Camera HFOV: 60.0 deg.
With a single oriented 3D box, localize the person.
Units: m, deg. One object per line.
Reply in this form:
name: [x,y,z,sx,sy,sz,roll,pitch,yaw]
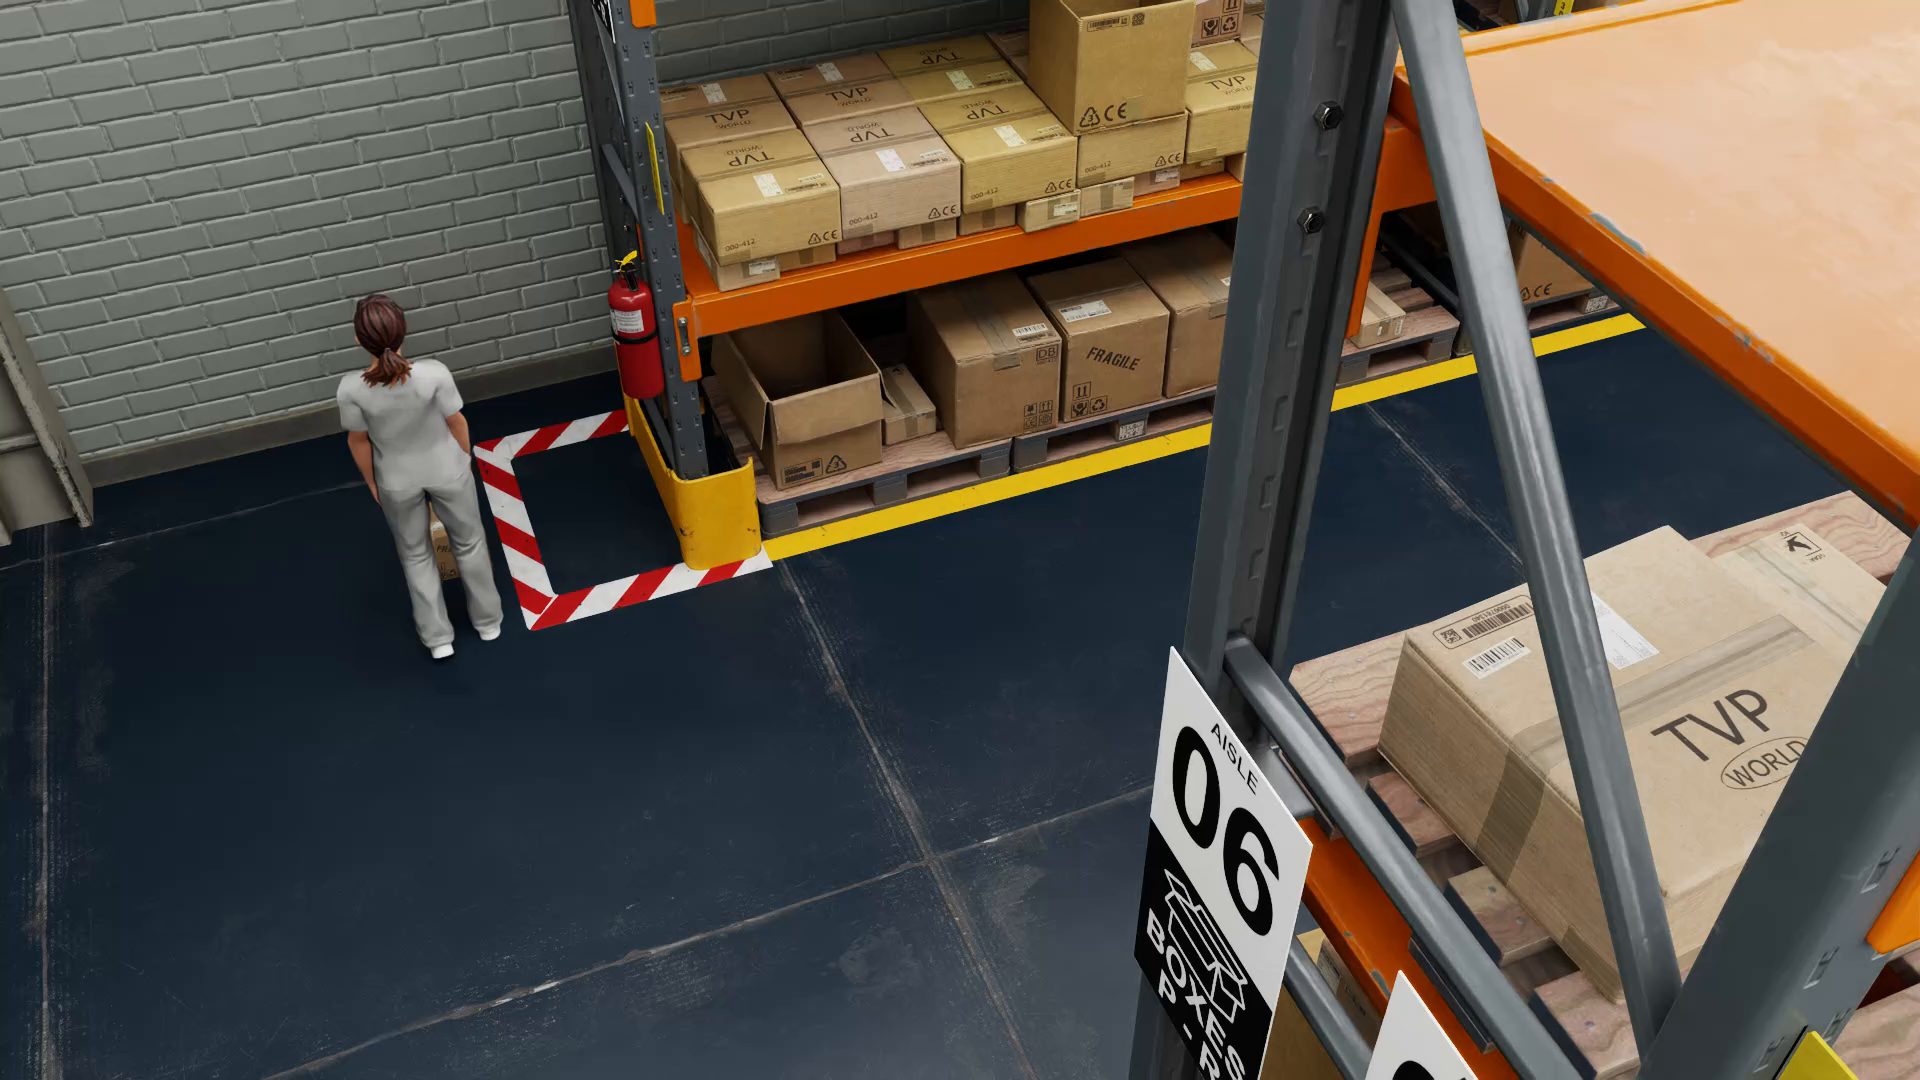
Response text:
person: [-2.082,-0.221,6.453,0.442,1.728,0.407,-11,43,-12]
